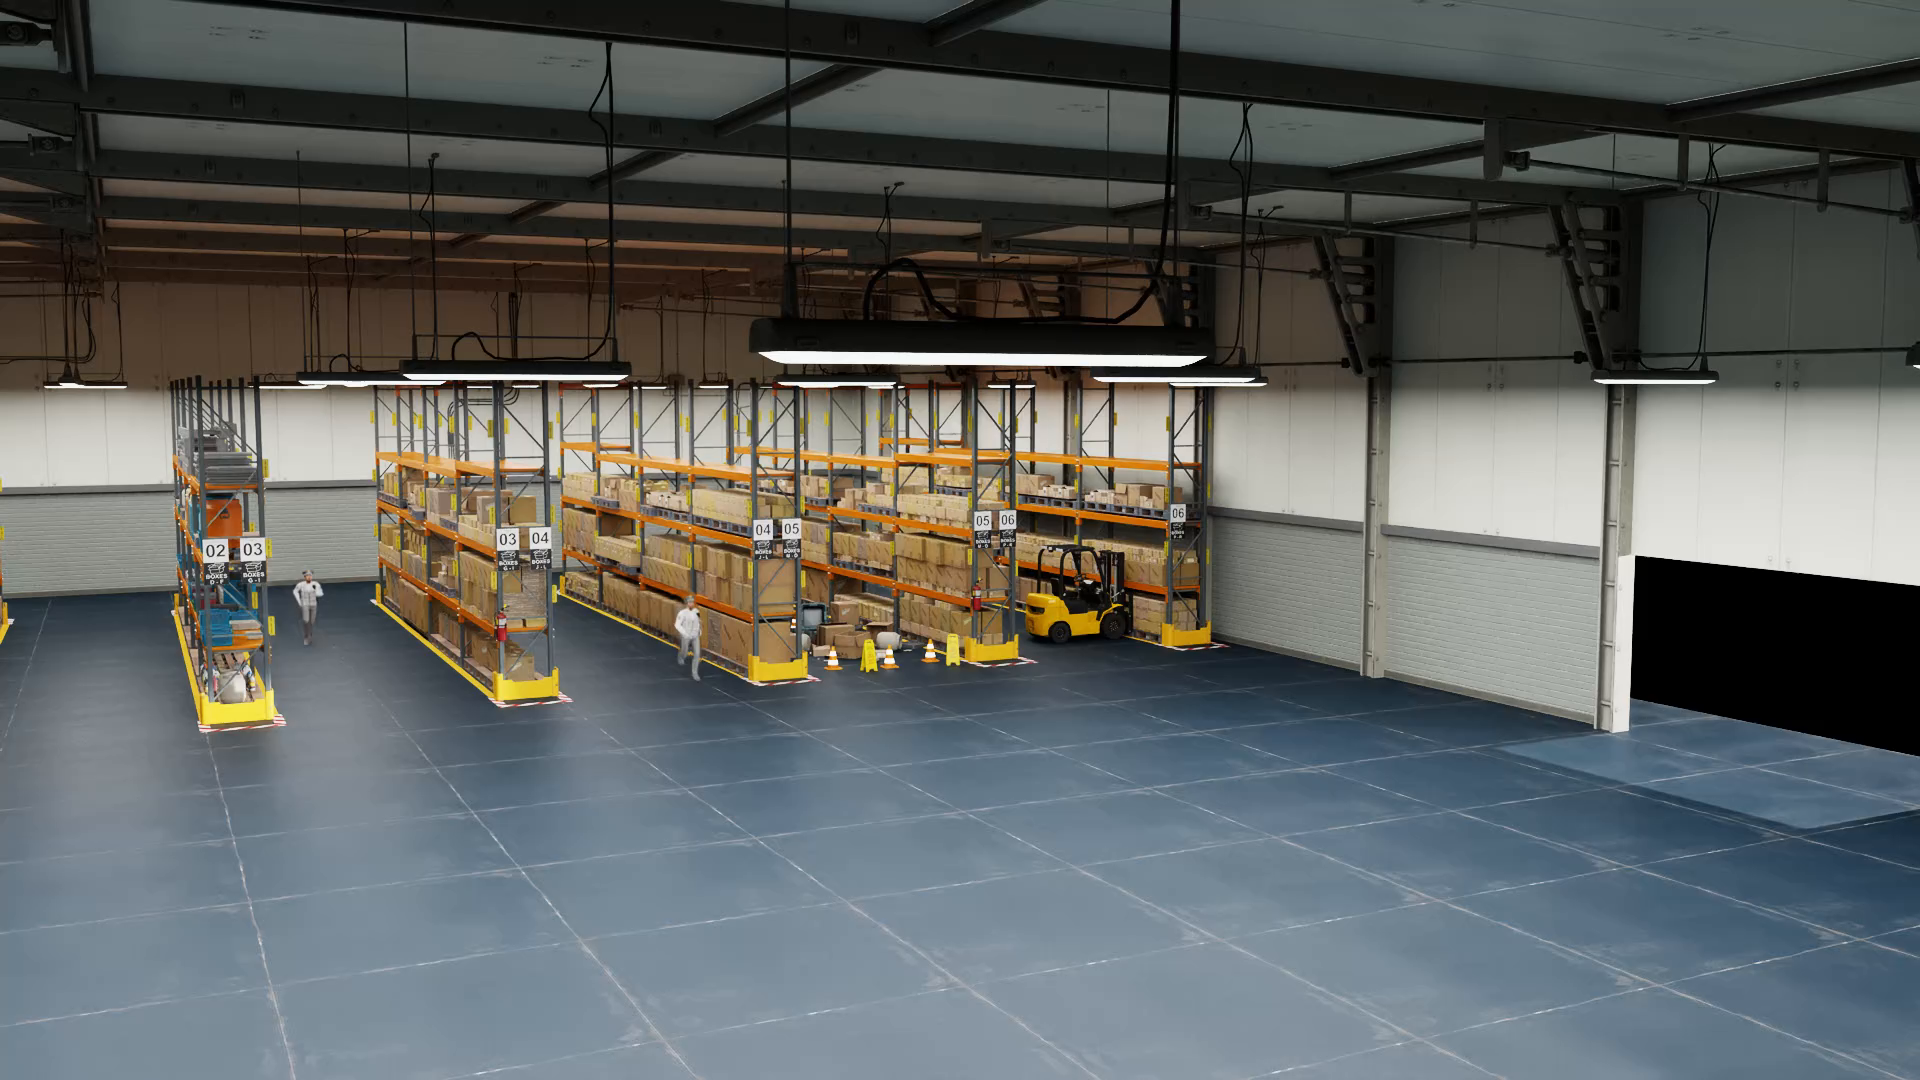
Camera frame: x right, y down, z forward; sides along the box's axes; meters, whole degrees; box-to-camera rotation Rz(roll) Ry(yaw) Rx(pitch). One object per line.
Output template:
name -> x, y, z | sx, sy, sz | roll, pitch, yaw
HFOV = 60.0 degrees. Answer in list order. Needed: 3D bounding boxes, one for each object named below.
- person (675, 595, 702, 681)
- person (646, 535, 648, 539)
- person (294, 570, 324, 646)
person -> -5.437, 1.945, 33.411 | 0.597, 1.690, 0.988 | -2, 6, -25
person -> -8.891, 0.681, 47.680 | 0.555, 1.668, 0.686 | -3, 6, -28
person -> -14.825, 1.535, 37.895 | 0.596, 1.743, 0.760 | -3, 6, -32
